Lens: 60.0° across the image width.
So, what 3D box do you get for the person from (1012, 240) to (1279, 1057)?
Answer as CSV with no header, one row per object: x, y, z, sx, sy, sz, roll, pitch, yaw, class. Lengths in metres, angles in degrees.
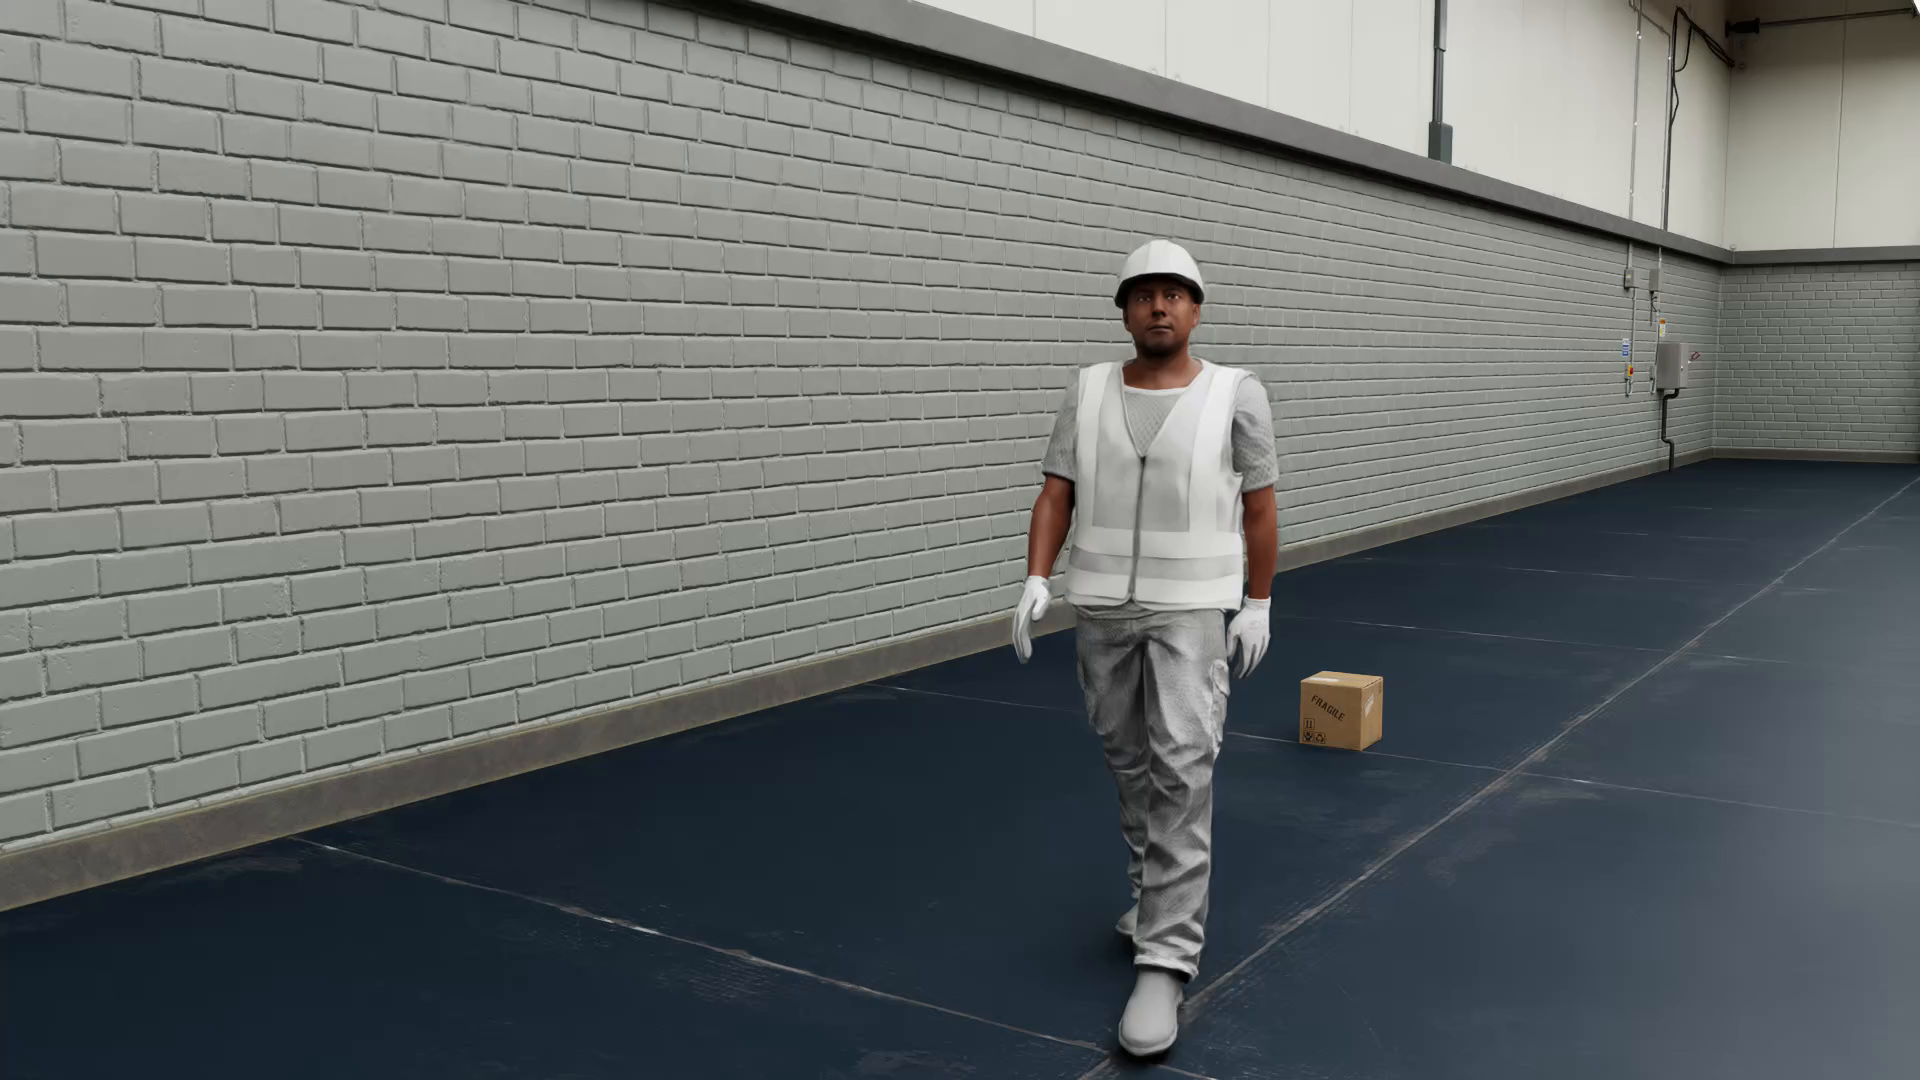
0.410,0.175,3.900,0.548,1.754,0.898,3,7,24,person
